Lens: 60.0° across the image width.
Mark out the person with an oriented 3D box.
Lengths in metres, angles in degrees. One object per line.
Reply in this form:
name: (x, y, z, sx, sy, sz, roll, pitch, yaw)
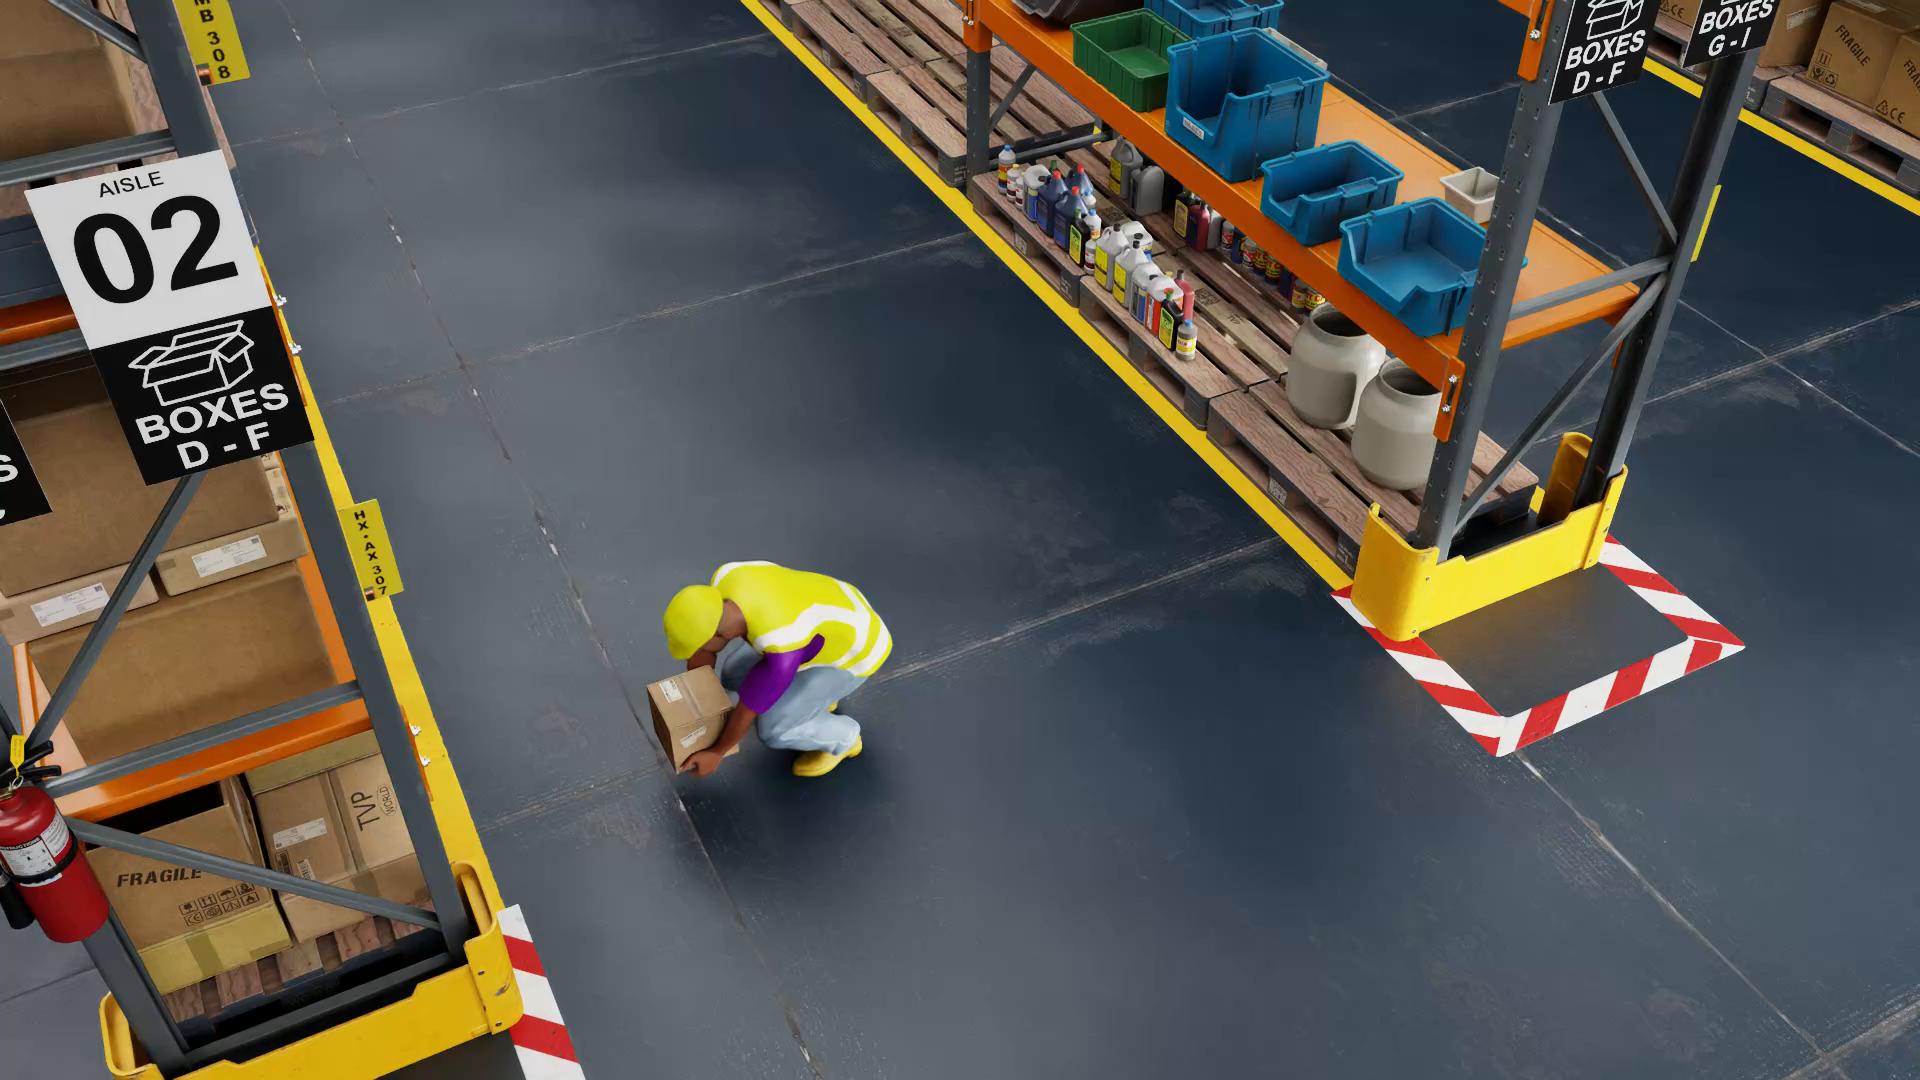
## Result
person: (-0.686, 0.457, 6.197, 0.898, 1.012, 0.544, -20, 45, -21)
